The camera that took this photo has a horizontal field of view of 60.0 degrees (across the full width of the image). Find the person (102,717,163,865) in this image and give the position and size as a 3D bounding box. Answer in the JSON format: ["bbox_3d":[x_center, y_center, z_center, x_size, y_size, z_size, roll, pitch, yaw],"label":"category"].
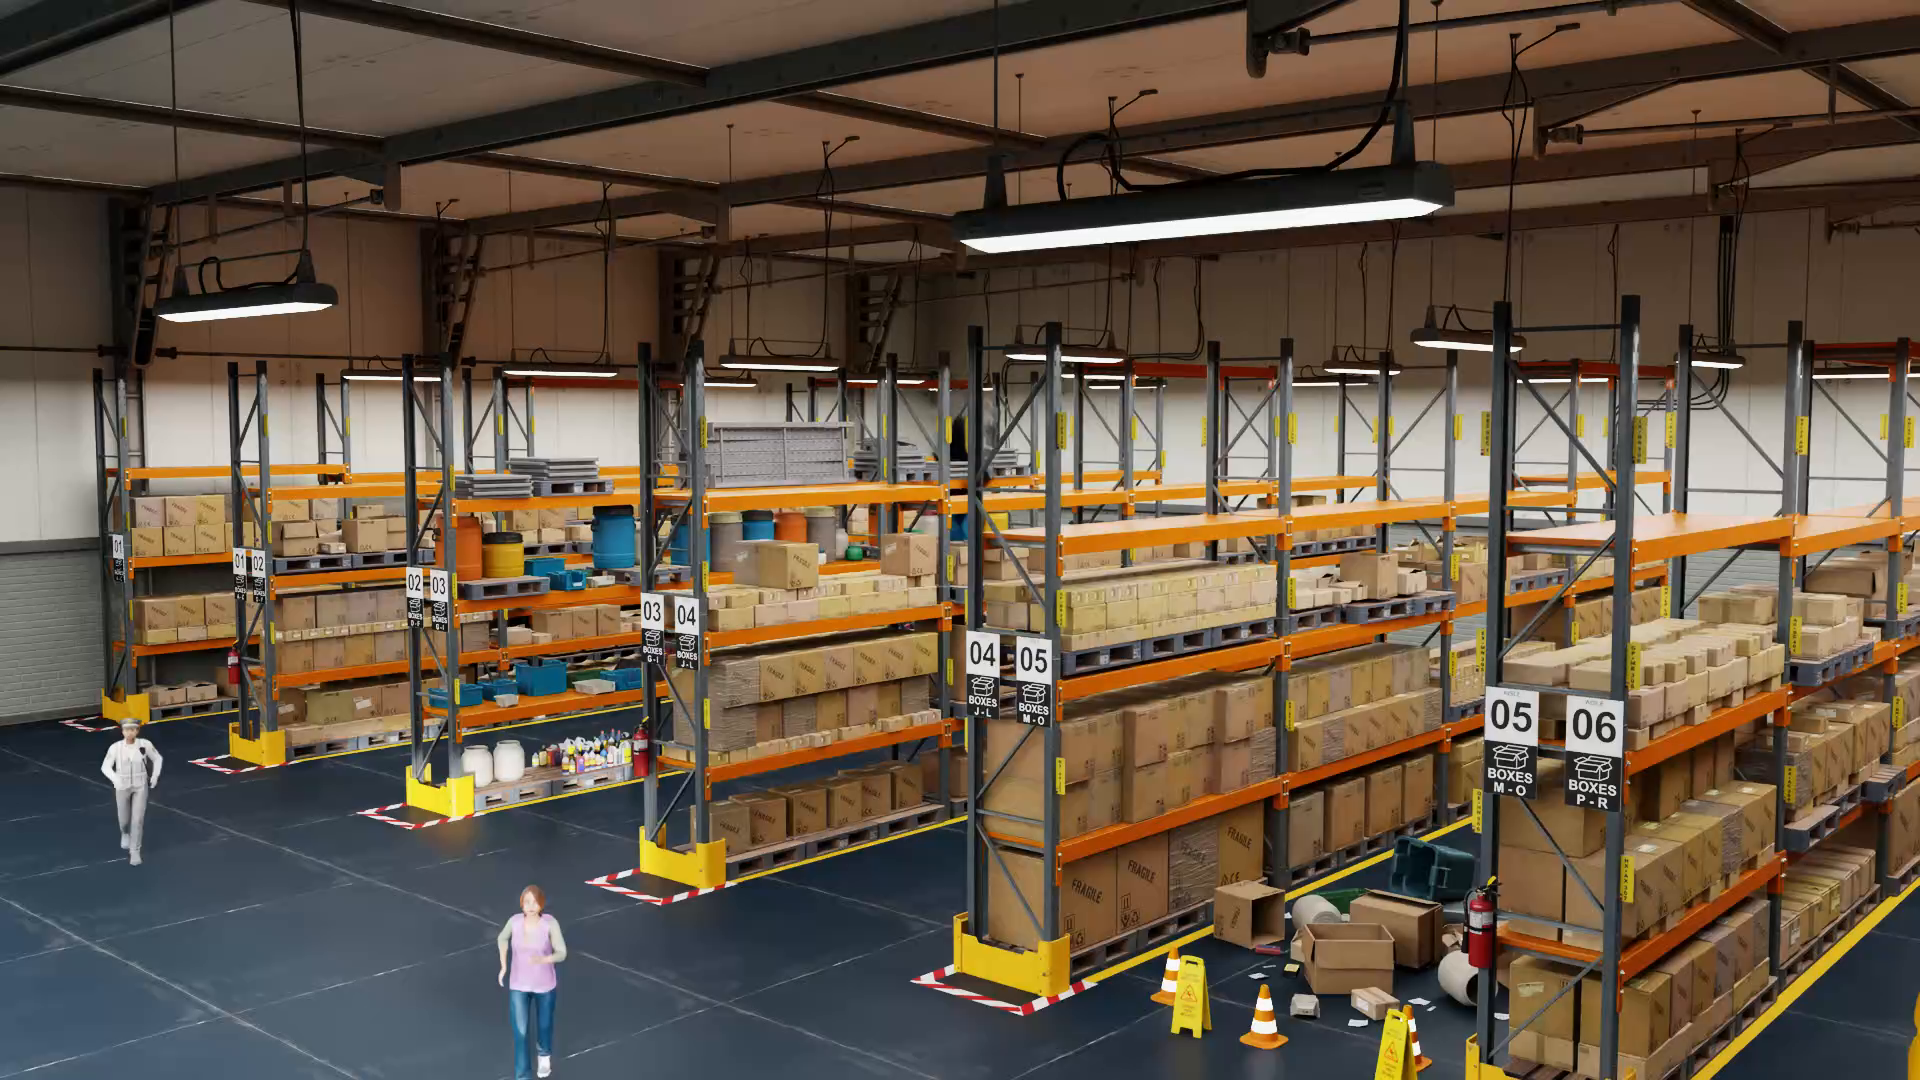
[{"bbox_3d":[-9.698,2.903,19.493,0.629,1.691,0.737,-2,5,-25],"label":"person"}]

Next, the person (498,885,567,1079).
[{"bbox_3d":[-3.253,3.402,12.655,0.518,1.594,0.767,-1,4,-12],"label":"person"}]
